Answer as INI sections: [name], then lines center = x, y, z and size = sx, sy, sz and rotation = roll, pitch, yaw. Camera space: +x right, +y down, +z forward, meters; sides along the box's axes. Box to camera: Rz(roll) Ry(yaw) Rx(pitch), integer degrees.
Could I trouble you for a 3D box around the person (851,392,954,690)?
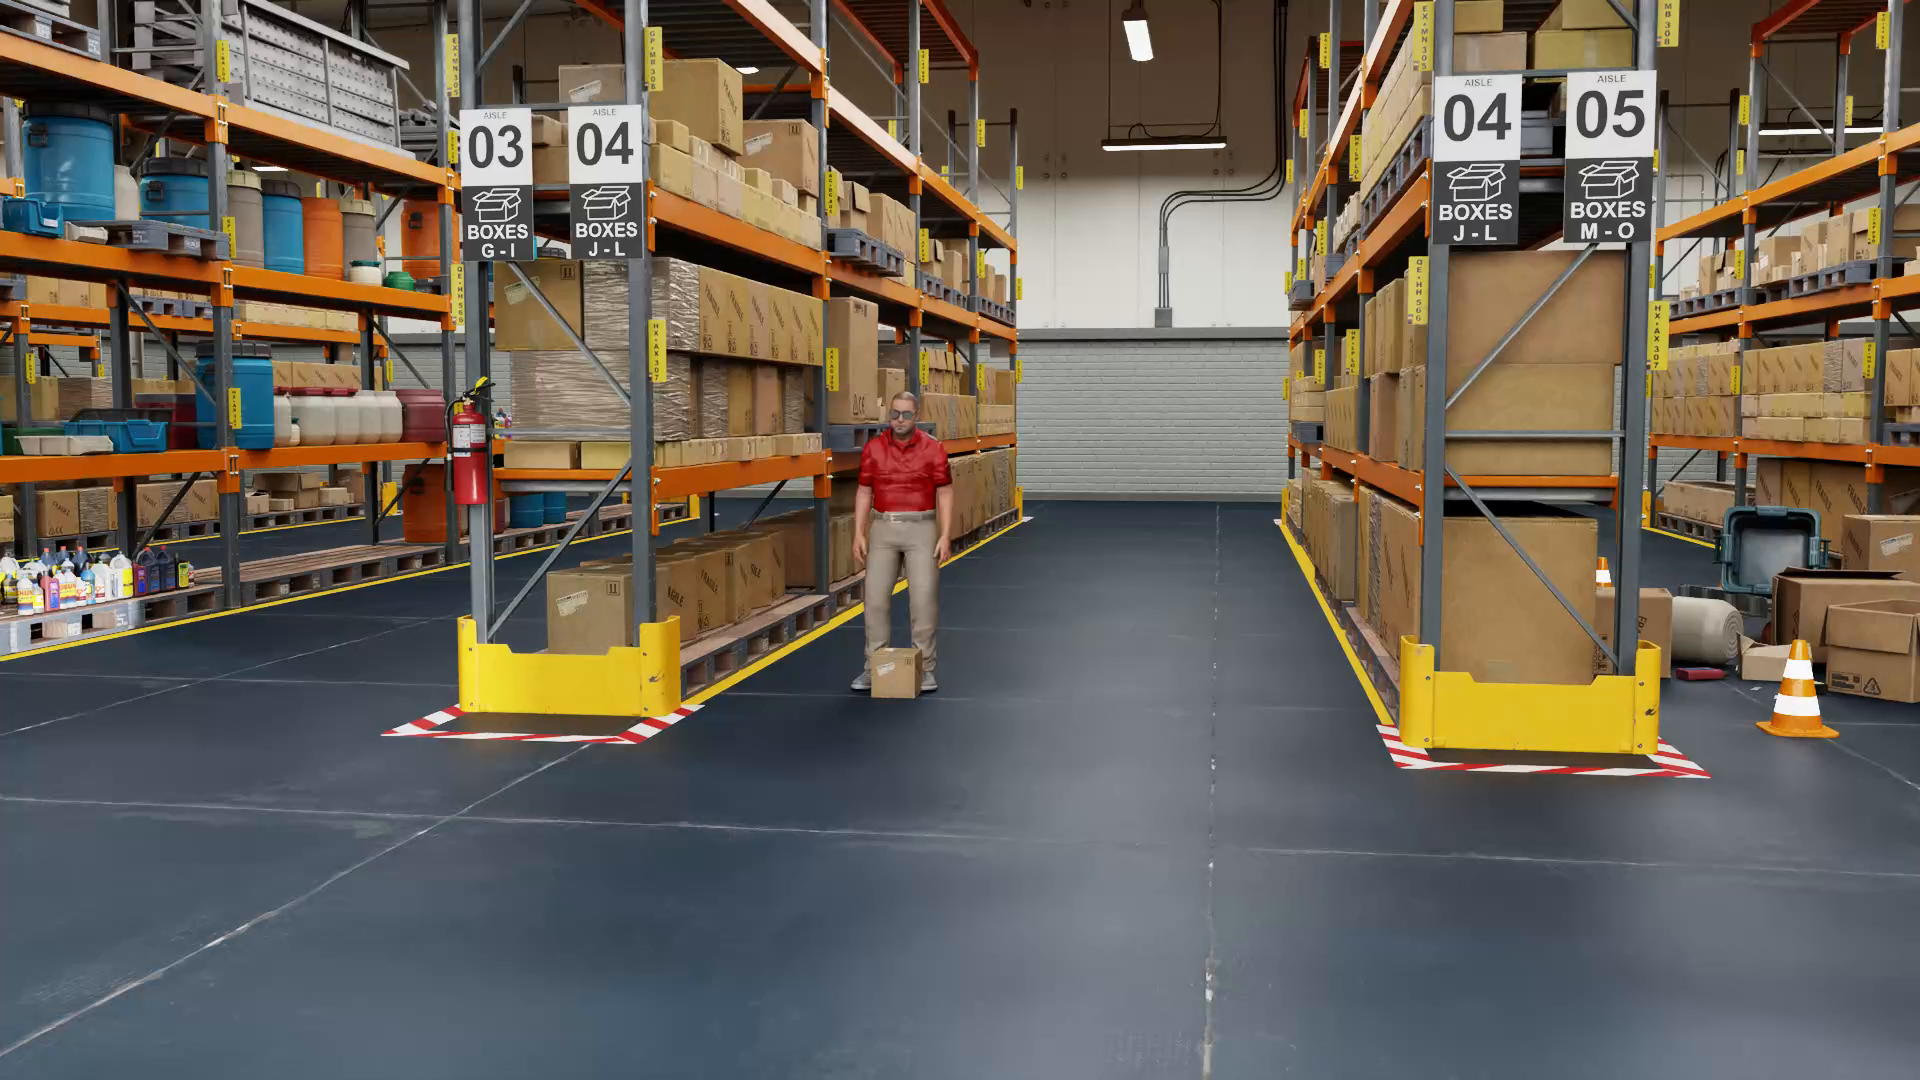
[person]
center = -0.331, 0.002, 9.694
size = 0.585, 1.727, 0.392
rotation = 1, 4, 9
